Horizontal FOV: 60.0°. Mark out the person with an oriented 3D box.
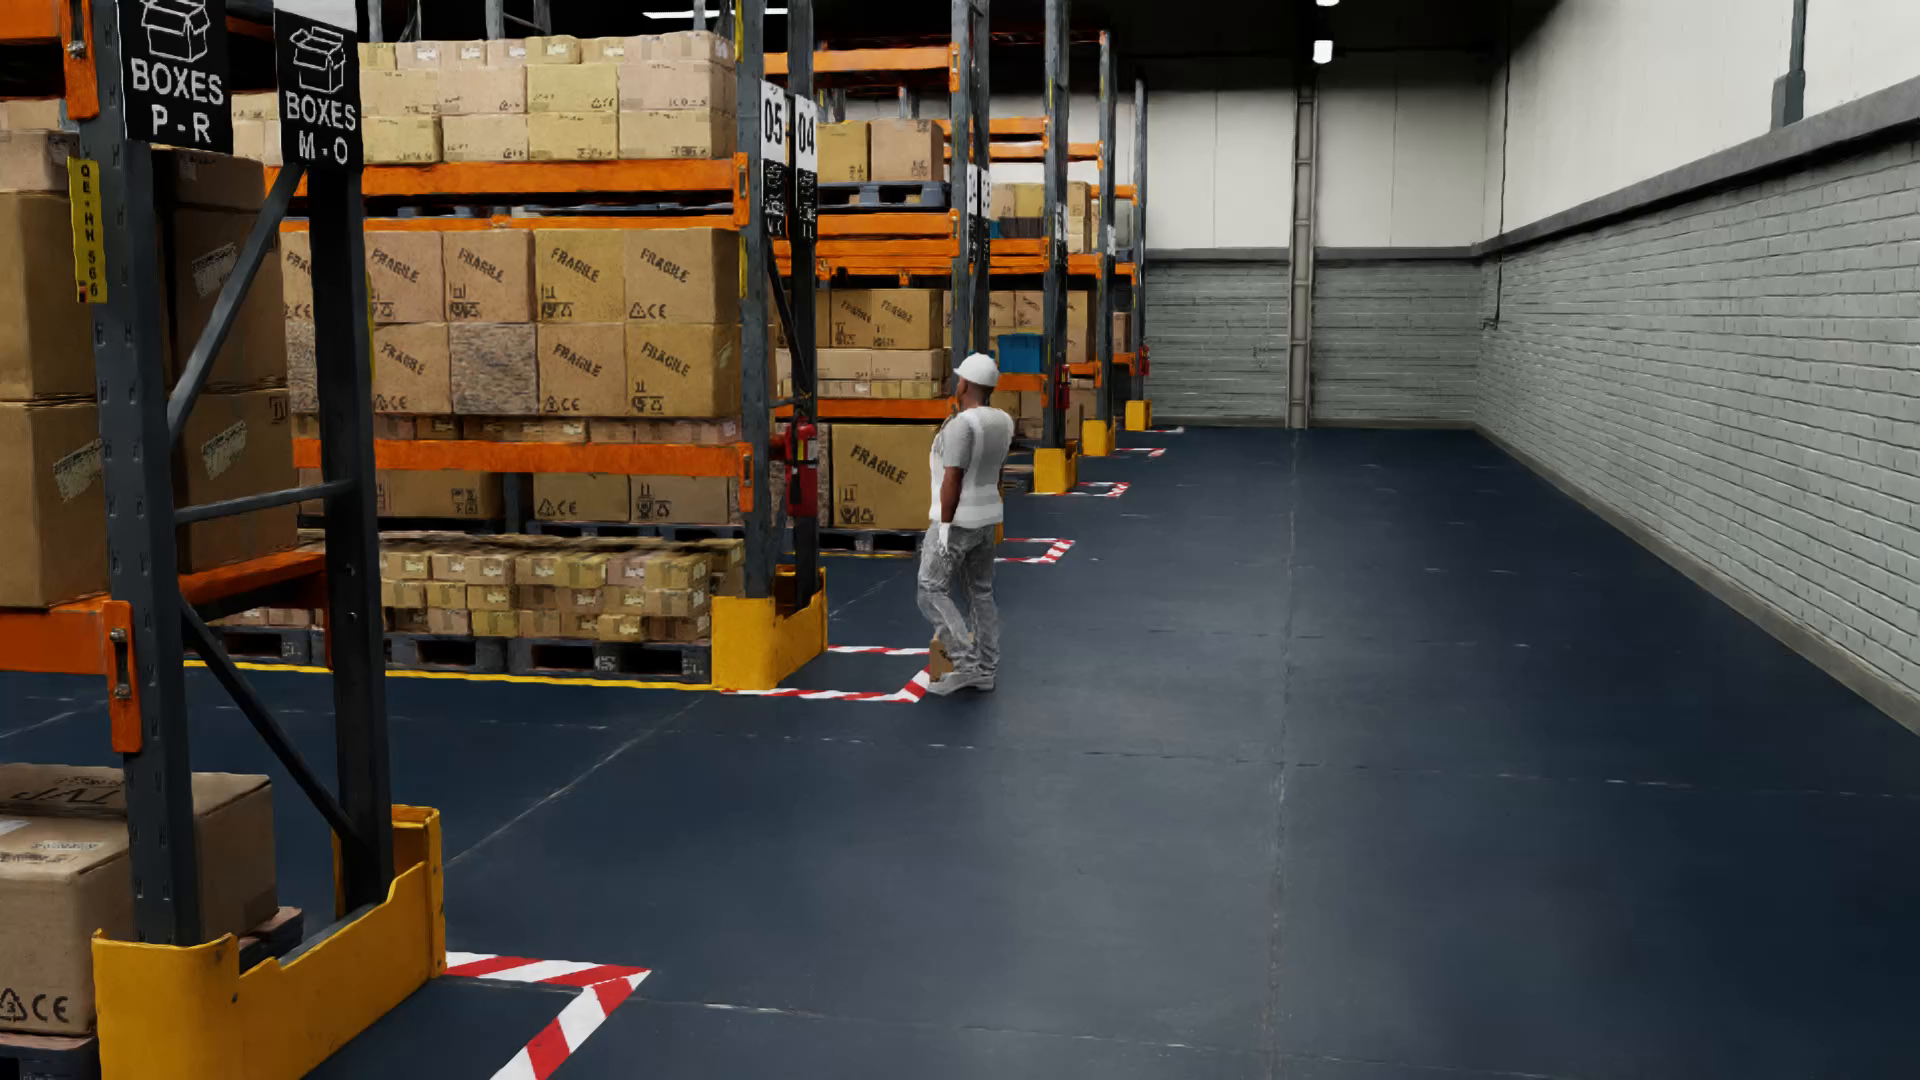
[{"bbox_3d":[0.030,-0.081,8.697,0.400,1.786,0.585,5,9,33],"label":"person"}]
